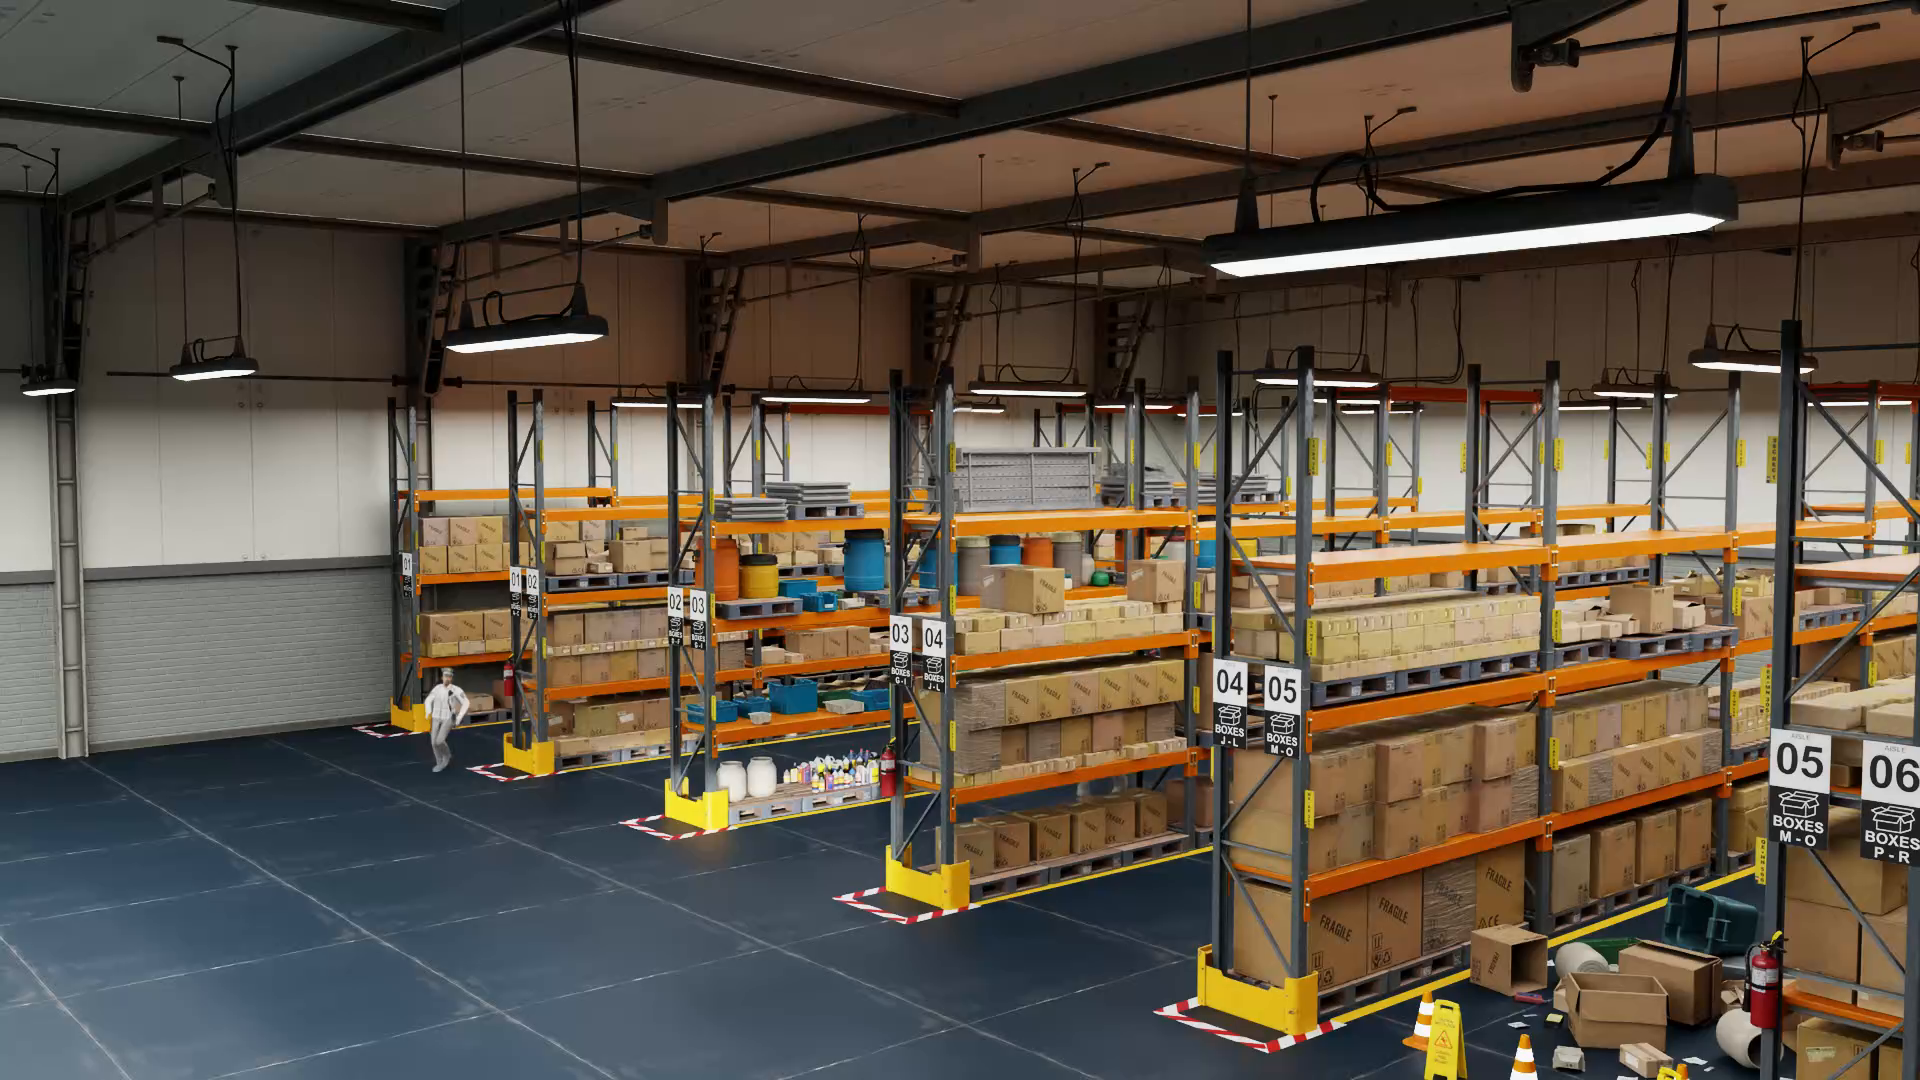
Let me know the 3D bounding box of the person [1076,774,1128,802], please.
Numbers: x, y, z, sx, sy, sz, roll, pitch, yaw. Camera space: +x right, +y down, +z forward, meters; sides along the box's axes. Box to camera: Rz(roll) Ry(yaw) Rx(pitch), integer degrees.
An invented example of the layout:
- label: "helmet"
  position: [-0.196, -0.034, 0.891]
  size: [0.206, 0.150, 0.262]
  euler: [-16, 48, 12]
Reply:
- label: "person"
  position: [2.058, 2.906, 23.726]
  size: [0.668, 1.837, 1.085]
  euler: [3, 4, 41]

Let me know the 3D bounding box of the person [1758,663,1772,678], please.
- label: "person"
  position: [12.388, 2.795, 25.558]
  size: [0.648, 1.828, 0.692]
  euler: [-2, 4, -32]

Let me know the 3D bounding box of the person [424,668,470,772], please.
- label: "person"
  position: [-8.088, 2.823, 26.071]
  size: [0.690, 1.649, 0.488]
  euler: [1, 3, 9]
